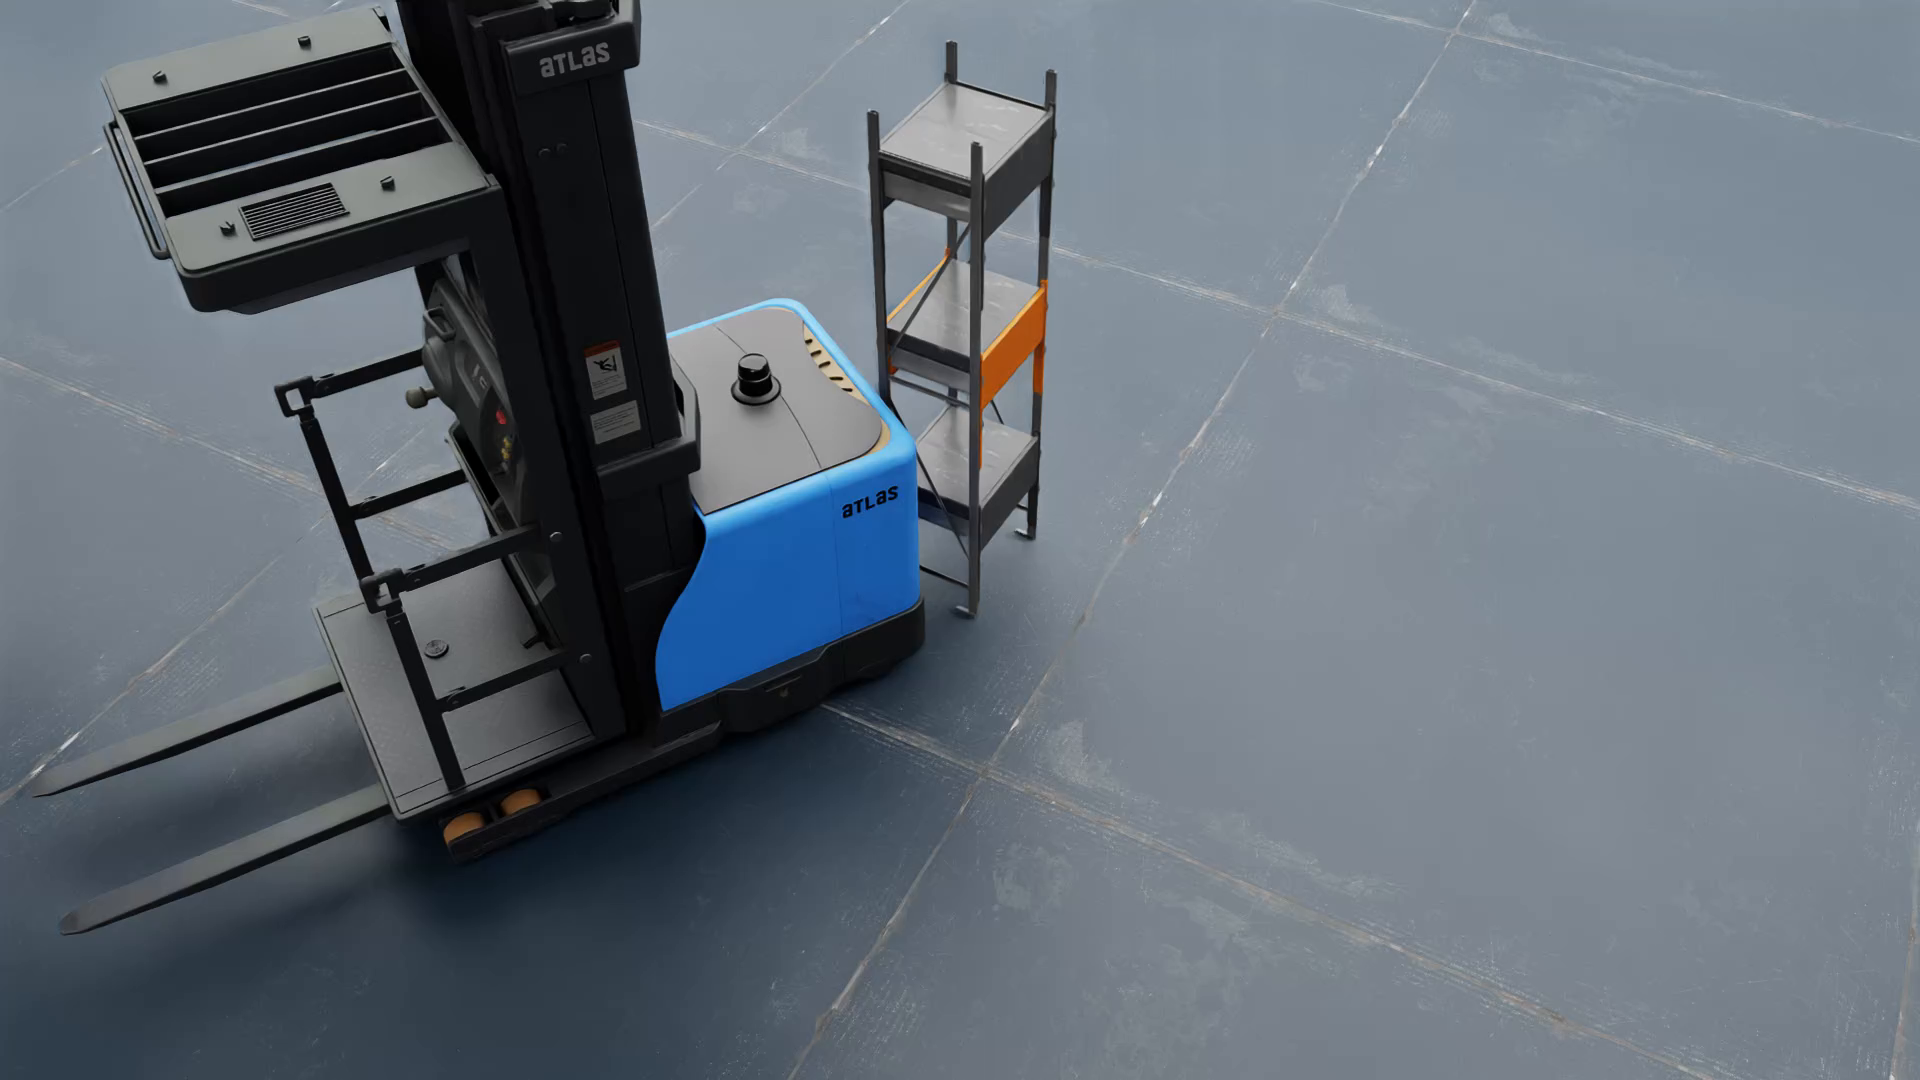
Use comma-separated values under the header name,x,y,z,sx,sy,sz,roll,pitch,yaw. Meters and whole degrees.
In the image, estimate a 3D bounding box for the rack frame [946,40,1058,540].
name,x,y,z,sx,sy,sz,roll,pitch,yaw
rack frame,0.132,-0.813,6.078,0.400,2.100,0.015,22,49,20

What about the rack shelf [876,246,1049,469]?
name,x,y,z,sx,sy,sz,roll,pitch,yaw
rack shelf,0.012,-0.653,5.938,0.431,0.518,0.480,22,49,20

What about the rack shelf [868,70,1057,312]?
name,x,y,z,sx,sy,sz,roll,pitch,yaw
rack shelf,0.012,-1.145,5.440,0.431,0.518,0.480,22,49,20

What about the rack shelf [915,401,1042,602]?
name,x,y,z,sx,sy,sz,roll,pitch,yaw
rack shelf,0.012,-0.161,6.436,0.431,0.518,0.480,22,49,20

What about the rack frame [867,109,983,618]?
name,x,y,z,sx,sy,sz,roll,pitch,yaw
rack frame,-0.108,-0.511,5.779,0.400,2.100,0.015,22,49,20

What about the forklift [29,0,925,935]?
name,x,y,z,sx,sy,sz,roll,pitch,yaw
forklift,-1.668,-0.375,5.060,3.031,2.935,1.130,-22,49,-20

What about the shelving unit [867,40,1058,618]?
name,x,y,z,sx,sy,sz,roll,pitch,yaw
shelving unit,0.012,-0.662,5.928,0.431,2.100,0.503,22,49,20
